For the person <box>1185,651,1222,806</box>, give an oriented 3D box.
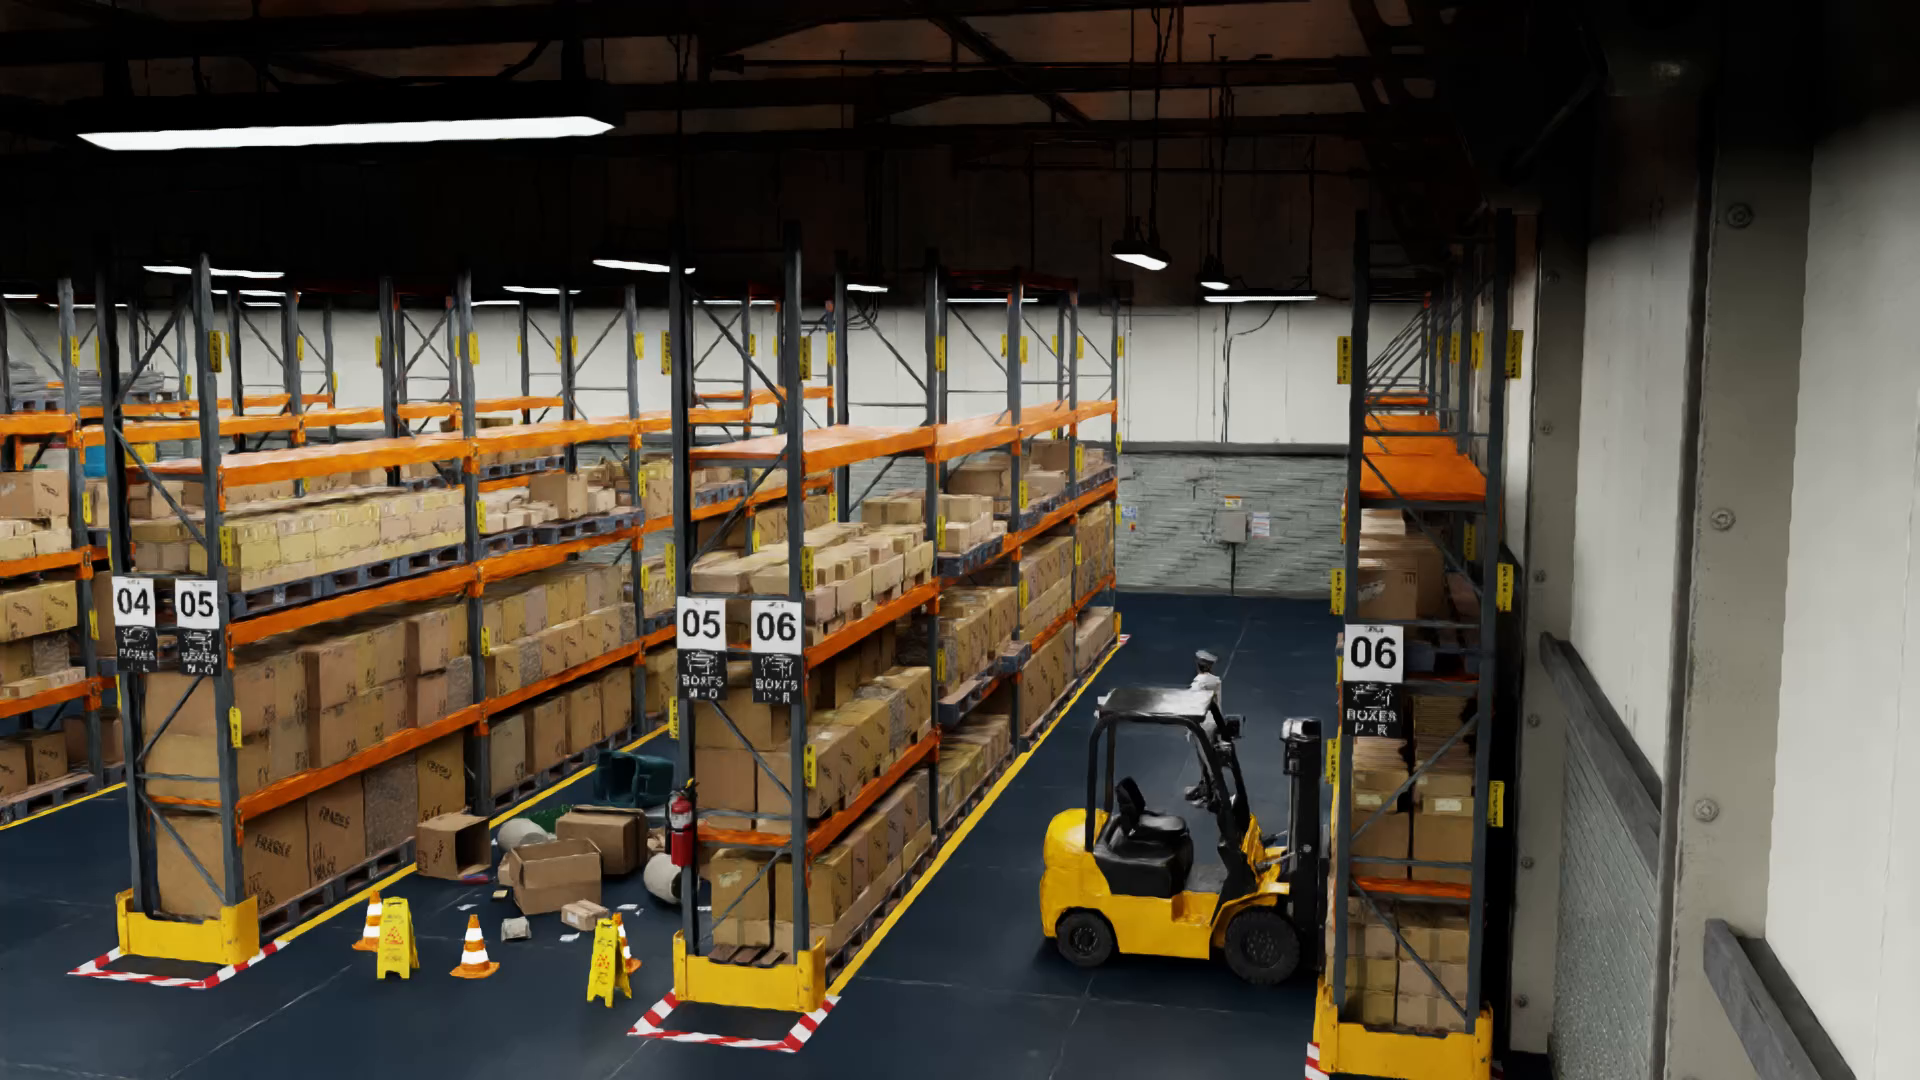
[{"bbox_3d":[2.701,2.073,18.526,0.545,1.665,0.571,6,9,40],"label":"person"}]
